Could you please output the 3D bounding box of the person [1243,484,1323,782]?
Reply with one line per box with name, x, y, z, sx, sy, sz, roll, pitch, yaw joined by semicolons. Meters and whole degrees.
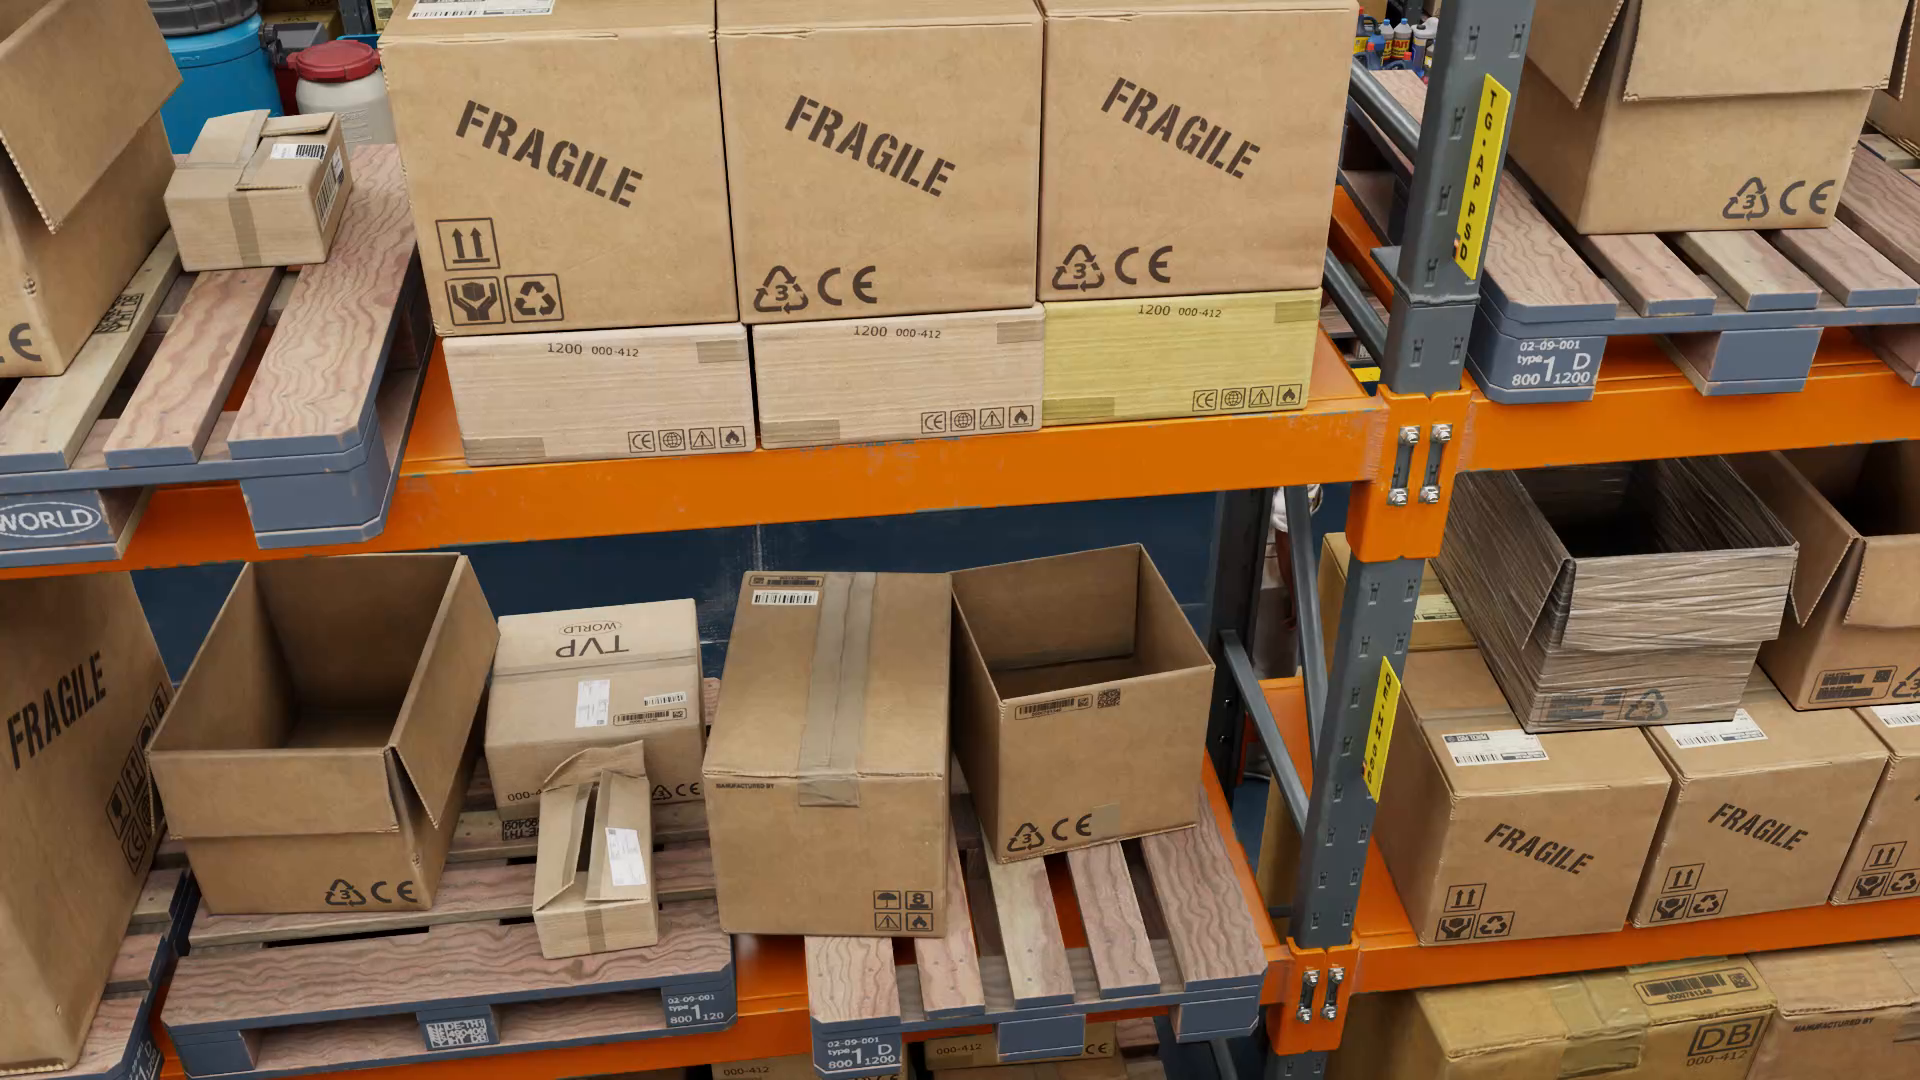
person;1.120;0.102;5.995;0.389;1.664;0.532;-6;35;-9
